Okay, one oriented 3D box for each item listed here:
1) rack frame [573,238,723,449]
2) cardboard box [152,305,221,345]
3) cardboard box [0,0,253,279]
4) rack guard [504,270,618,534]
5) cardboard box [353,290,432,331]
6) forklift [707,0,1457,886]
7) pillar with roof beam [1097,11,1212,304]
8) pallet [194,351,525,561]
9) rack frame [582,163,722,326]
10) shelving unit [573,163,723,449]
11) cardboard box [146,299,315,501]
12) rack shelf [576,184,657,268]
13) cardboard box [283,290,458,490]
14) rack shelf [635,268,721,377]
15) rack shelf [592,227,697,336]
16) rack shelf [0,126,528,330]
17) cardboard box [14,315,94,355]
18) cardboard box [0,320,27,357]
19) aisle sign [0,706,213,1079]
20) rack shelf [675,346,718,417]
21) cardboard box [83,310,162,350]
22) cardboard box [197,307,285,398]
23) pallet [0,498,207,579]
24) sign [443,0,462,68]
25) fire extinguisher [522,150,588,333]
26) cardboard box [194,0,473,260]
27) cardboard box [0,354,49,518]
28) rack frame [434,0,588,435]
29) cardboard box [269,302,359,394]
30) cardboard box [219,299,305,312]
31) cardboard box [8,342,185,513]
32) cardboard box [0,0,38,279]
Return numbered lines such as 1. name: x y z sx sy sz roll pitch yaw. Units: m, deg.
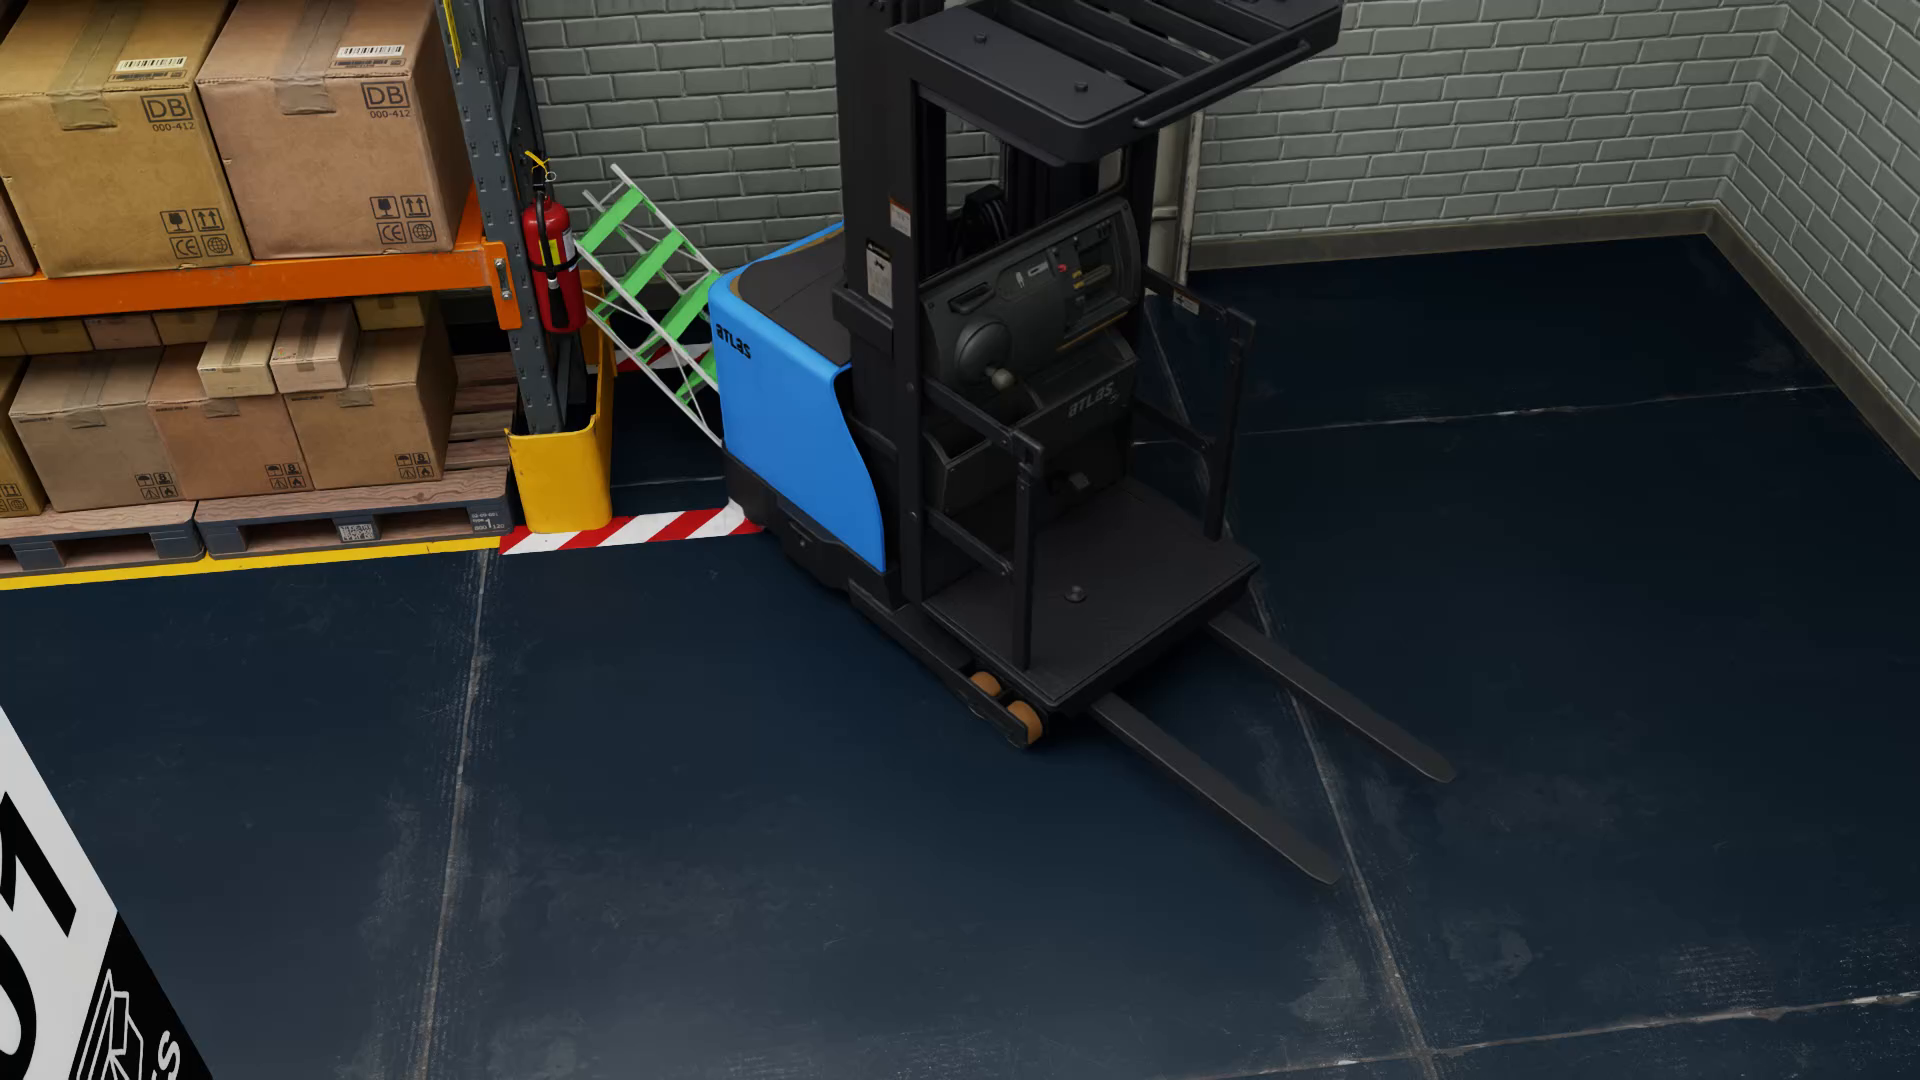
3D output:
1. rack frame: -1.290 -0.808 6.850 0.240 1.200 0.015 -28 24 39
2. cardboard box: -3.030 -0.953 6.635 0.250 0.149 0.380 -5 42 -5
3. cardboard box: -2.920 -1.523 5.975 0.700 0.700 0.980 -5 42 -6
4. rack guard: -1.672 -0.607 7.050 0.348 0.500 1.175 -5 42 -6
5. cardboard box: -2.279 -1.018 6.708 0.250 0.149 0.380 -5 42 -5
6. forklift: 0.397 -0.740 5.382 1.130 2.935 3.031 -31 51 -30
7. pillar with roof beam: 1.427 -1.711 1.928 0.400 9.000 9.100 -5 42 -6
8. pallet: -2.479 -0.376 7.010 1.213 0.211 1.003 -5 42 -6
9. rack frame: -1.133 -1.114 7.195 0.240 1.200 0.015 -28 24 39
10. shelving unit: -1.211 -0.961 7.023 0.258 1.200 0.503 -28 24 39
11. cardboard box: -2.873 -0.590 6.718 0.500 0.500 0.700 -5 42 -6
12. rack shelf: -1.485 -1.247 6.893 0.258 0.148 0.480 -28 24 39
13. cardboard box: -2.377 -0.634 6.766 0.500 0.500 0.700 -5 42 -6
14. rack shelf: -1.169 -0.917 7.042 0.258 0.148 0.480 -28 24 39
15. rack shelf: -1.327 -1.082 6.968 0.258 0.148 0.480 -28 24 39
16. rack shelf: -3.679 -1.093 6.259 4.000 0.370 1.077 -5 42 -6
17. cardboard box: -3.536 -0.907 6.585 0.250 0.149 0.380 -5 42 -5
18. cardboard box: -3.787 -0.886 6.561 0.250 0.149 0.380 -6 42 -6
19. aisle sign: -1.021 0.590 1.916 0.004 0.787 0.394 -5 42 -6
20. rack shelf: -1.012 -0.752 7.117 0.258 0.148 0.480 -28 24 39
21. cardboard box: -3.282 -0.930 6.610 0.250 0.149 0.380 -4 42 -5
22. cardboard box: -2.734 -0.720 6.377 0.250 0.149 0.380 -4 42 -4
23. pallet: -3.686 -0.273 6.895 1.213 0.211 1.003 -5 42 -6
24. sign: -1.639 -1.690 5.342 0.005 0.325 0.100 -5 42 -6
25. fire extinguisher: -1.487 -1.073 6.036 0.183 0.674 0.296 -5 42 -6
26. cardboard box: -2.200 -1.594 6.054 0.700 0.700 0.980 -3 42 -4
27. cardboard box: -3.900 -0.495 6.612 0.500 0.500 0.700 -4 42 -5
28. rack frame: -1.696 -1.533 6.210 0.127 3.000 1.000 -5 42 -6
29. cardboard box: -2.481 -0.743 6.402 0.250 0.149 0.380 -5 42 -6
30. cardboard box: -2.781 -0.974 6.659 0.250 0.149 0.380 -5 42 -5
31. cardboard box: -3.372 -0.546 6.669 0.500 0.500 0.700 -6 42 -7
32. cardboard box: -3.678 -1.463 5.909 0.700 0.700 0.980 -7 43 -8
